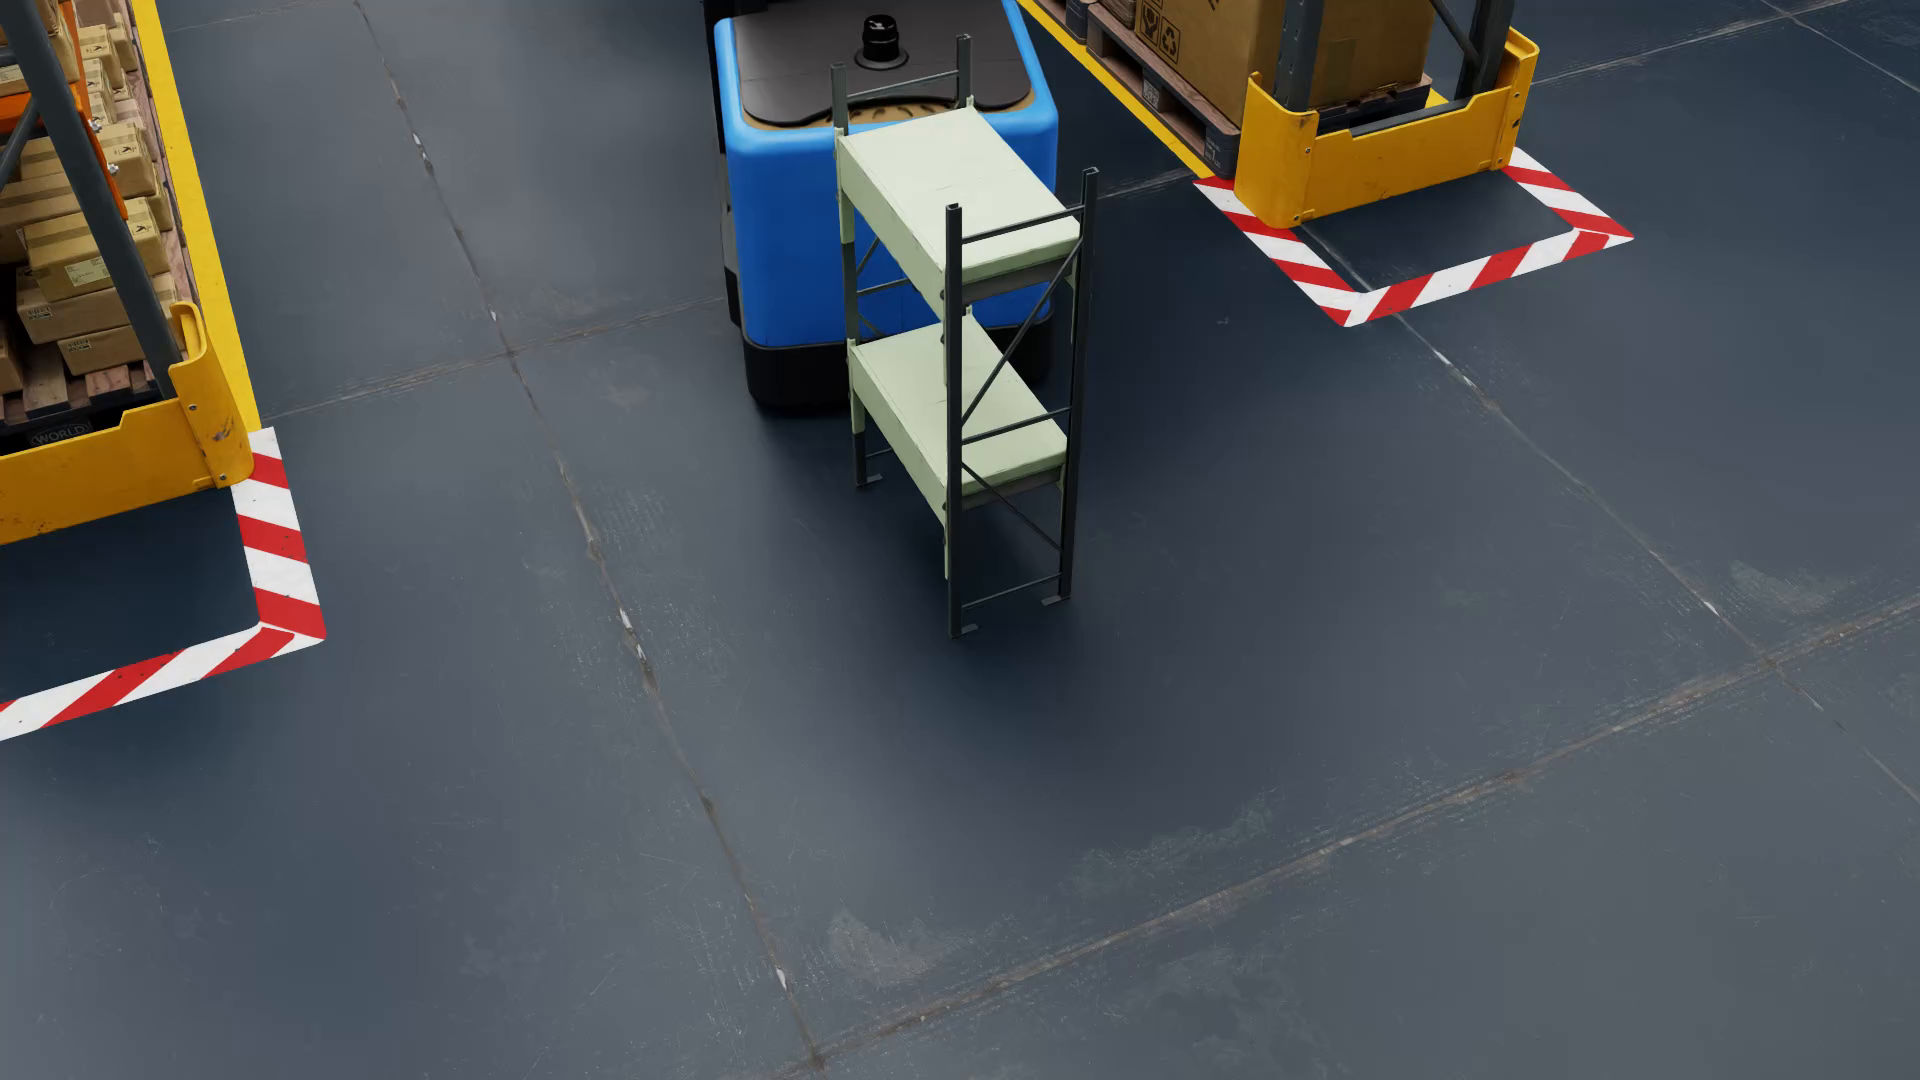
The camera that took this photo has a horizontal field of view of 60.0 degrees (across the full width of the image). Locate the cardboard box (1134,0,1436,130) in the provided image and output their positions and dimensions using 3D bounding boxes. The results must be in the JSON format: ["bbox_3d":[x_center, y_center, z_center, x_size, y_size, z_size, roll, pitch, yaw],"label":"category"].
[{"bbox_3d":[1.324,-2.337,6.697,0.875,0.875,0.875,-18,47,-17],"label":"cardboard box"}]

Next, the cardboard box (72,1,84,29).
[{"bbox_3d":[-3.553,-1.905,6.352,0.380,0.149,0.250,-18,47,-17],"label":"cardboard box"}]

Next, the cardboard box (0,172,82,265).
[{"bbox_3d":[-3.014,-1.080,5.516,0.380,0.149,0.250,-17,47,-17],"label":"cardboard box"}]

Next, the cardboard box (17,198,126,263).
[{"bbox_3d":[-3.111,-1.131,5.779,0.380,0.149,0.250,-17,47,-17],"label":"cardboard box"}]

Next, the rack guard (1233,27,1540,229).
[{"bbox_3d":[1.676,-1.655,6.571,1.175,0.500,0.348,-18,47,-17],"label":"rack guard"}]

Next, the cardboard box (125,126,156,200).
[{"bbox_3d":[-3.121,-1.326,5.977,0.380,0.149,0.250,-17,47,-16],"label":"cardboard box"}]

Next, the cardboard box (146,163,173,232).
[{"bbox_3d":[-3.110,-1.217,6.078,0.380,0.149,0.250,-17,47,-17],"label":"cardboard box"}]

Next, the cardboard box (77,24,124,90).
[{"bbox_3d":[-3.360,-1.773,6.218,0.380,0.149,0.250,-17,47,-17],"label":"cardboard box"}]

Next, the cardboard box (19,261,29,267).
[{"bbox_3d":[-3.101,-1.021,5.880,0.380,0.149,0.250,-18,47,-17],"label":"cardboard box"}]

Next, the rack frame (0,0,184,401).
[{"bbox_3d":[-2.877,-1.159,4.289,1.000,3.000,0.127,-18,47,-17],"label":"rack frame"}]

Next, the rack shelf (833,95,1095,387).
[{"bbox_3d":[-0.003,-0.816,4.453,0.431,0.370,0.720,-18,47,-17],"label":"rack shelf"}]

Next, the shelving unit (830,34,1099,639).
[{"bbox_3d":[-0.003,-0.538,4.728,0.431,1.500,0.755,-18,47,-17],"label":"shelving unit"}]

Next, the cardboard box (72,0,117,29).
[{"bbox_3d":[-3.558,-2.095,6.545,0.380,0.149,0.250,-20,48,-19],"label":"cardboard box"}]

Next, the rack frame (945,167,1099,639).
[{"bbox_3d":[0.151,-0.305,4.491,0.400,1.500,0.023,-18,47,-17],"label":"rack frame"}]

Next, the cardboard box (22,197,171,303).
[{"bbox_3d":[-2.789,-0.940,5.374,0.380,0.149,0.250,-20,48,-19],"label":"cardboard box"}]

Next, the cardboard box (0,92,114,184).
[{"bbox_3d":[-3.183,-1.412,5.853,0.380,0.149,0.250,-20,48,-19],"label":"cardboard box"}]

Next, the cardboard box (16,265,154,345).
[{"bbox_3d":[-2.864,-0.810,5.454,0.380,0.149,0.250,-16,47,-16],"label":"cardboard box"}]

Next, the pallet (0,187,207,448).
[{"bbox_3d":[-3.218,-0.743,5.853,1.003,0.211,1.213,-18,47,-17],"label":"pallet"}]

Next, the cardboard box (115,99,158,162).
[{"bbox_3d":[-3.329,-1.535,6.401,0.380,0.149,0.250,-20,48,-19],"label":"cardboard box"}]

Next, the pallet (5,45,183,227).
[{"bbox_3d":[-3.727,-1.520,6.640,1.003,0.211,1.213,-18,47,-17],"label":"pallet"}]

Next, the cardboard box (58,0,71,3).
[{"bbox_3d":[-2.925,-1.710,5.027,0.380,0.149,0.250,-19,48,-19],"label":"cardboard box"}]

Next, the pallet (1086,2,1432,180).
[{"bbox_3d":[1.259,-2.054,7.181,1.003,0.211,1.213,-18,47,-17],"label":"pallet"}]

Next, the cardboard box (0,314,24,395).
[{"bbox_3d":[-3.287,-0.568,5.421,0.380,0.149,0.250,-17,47,-17],"label":"cardboard box"}]

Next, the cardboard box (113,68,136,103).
[{"bbox_3d":[-3.469,-1.704,6.572,0.380,0.149,0.250,-18,47,-17],"label":"cardboard box"}]

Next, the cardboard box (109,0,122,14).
[{"bbox_3d":[-3.881,-2.354,7.231,0.380,0.149,0.250,-20,48,-19],"label":"cardboard box"}]

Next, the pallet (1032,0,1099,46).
[{"bbox_3d":[0.750,-2.830,7.968,1.003,0.211,1.213,-18,47,-17],"label":"pallet"}]

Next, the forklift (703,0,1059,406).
[{"bbox_3d":[-0.417,-2.541,5.738,1.130,2.935,3.031,-6,45,-6],"label":"forklift"}]

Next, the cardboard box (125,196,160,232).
[{"bbox_3d":[-2.928,-1.001,5.648,0.380,0.149,0.250,-18,47,-18],"label":"cardboard box"}]

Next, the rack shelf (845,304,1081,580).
[{"bbox_3d":[-0.003,-0.306,4.957,0.431,0.370,0.720,-18,47,-17],"label":"rack shelf"}]

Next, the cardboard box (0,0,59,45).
[{"bbox_3d":[-2.815,-1.668,4.522,0.500,0.500,0.500,-16,47,-16],"label":"cardboard box"}]

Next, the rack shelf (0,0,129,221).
[{"bbox_3d":[-3.718,-2.178,5.834,1.077,0.370,4.000,-18,47,-17],"label":"rack shelf"}]

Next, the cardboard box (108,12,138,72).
[{"bbox_3d":[-3.649,-2.034,6.907,0.380,0.149,0.250,-18,47,-17],"label":"cardboard box"}]

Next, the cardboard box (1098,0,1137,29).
[{"bbox_3d":[0.942,-2.917,7.284,0.875,0.875,0.875,-18,47,-17],"label":"cardboard box"}]

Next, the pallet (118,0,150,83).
[{"bbox_3d":[-4.244,-2.298,7.429,1.003,0.211,1.213,-18,47,-17],"label":"pallet"}]

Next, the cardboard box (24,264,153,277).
[{"bbox_3d":[-2.991,-0.865,5.722,0.380,0.149,0.250,-18,47,-18],"label":"cardboard box"}]

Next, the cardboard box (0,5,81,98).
[{"bbox_3d":[-2.715,-1.373,4.685,0.380,0.149,0.250,-18,48,-18],"label":"cardboard box"}]

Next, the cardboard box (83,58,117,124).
[{"bbox_3d":[-3.291,-1.592,6.035,0.380,0.149,0.250,-16,47,-16],"label":"cardboard box"}]

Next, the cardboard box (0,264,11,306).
[{"bbox_3d":[-3.520,-0.896,5.753,0.380,0.149,0.250,-18,47,-18],"label":"cardboard box"}]

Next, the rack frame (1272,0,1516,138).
[{"bbox_3d":[1.666,-2.560,5.709,1.000,3.000,0.127,-18,47,-17],"label":"rack frame"}]

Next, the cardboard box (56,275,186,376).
[{"bbox_3d":[-2.806,-0.722,5.577,0.380,0.149,0.250,-17,47,-17],"label":"cardboard box"}]

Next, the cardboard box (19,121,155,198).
[{"bbox_3d":[-3.003,-1.279,5.717,0.380,0.149,0.250,-18,47,-18],"label":"cardboard box"}]

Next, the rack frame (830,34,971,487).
[{"bbox_3d":[-0.157,-0.771,4.964,0.400,1.500,0.023,-18,47,-17],"label":"rack frame"}]

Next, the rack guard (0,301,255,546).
[{"bbox_3d":[-2.909,-0.318,5.216,1.175,0.500,0.348,-18,47,-17],"label":"rack guard"}]
